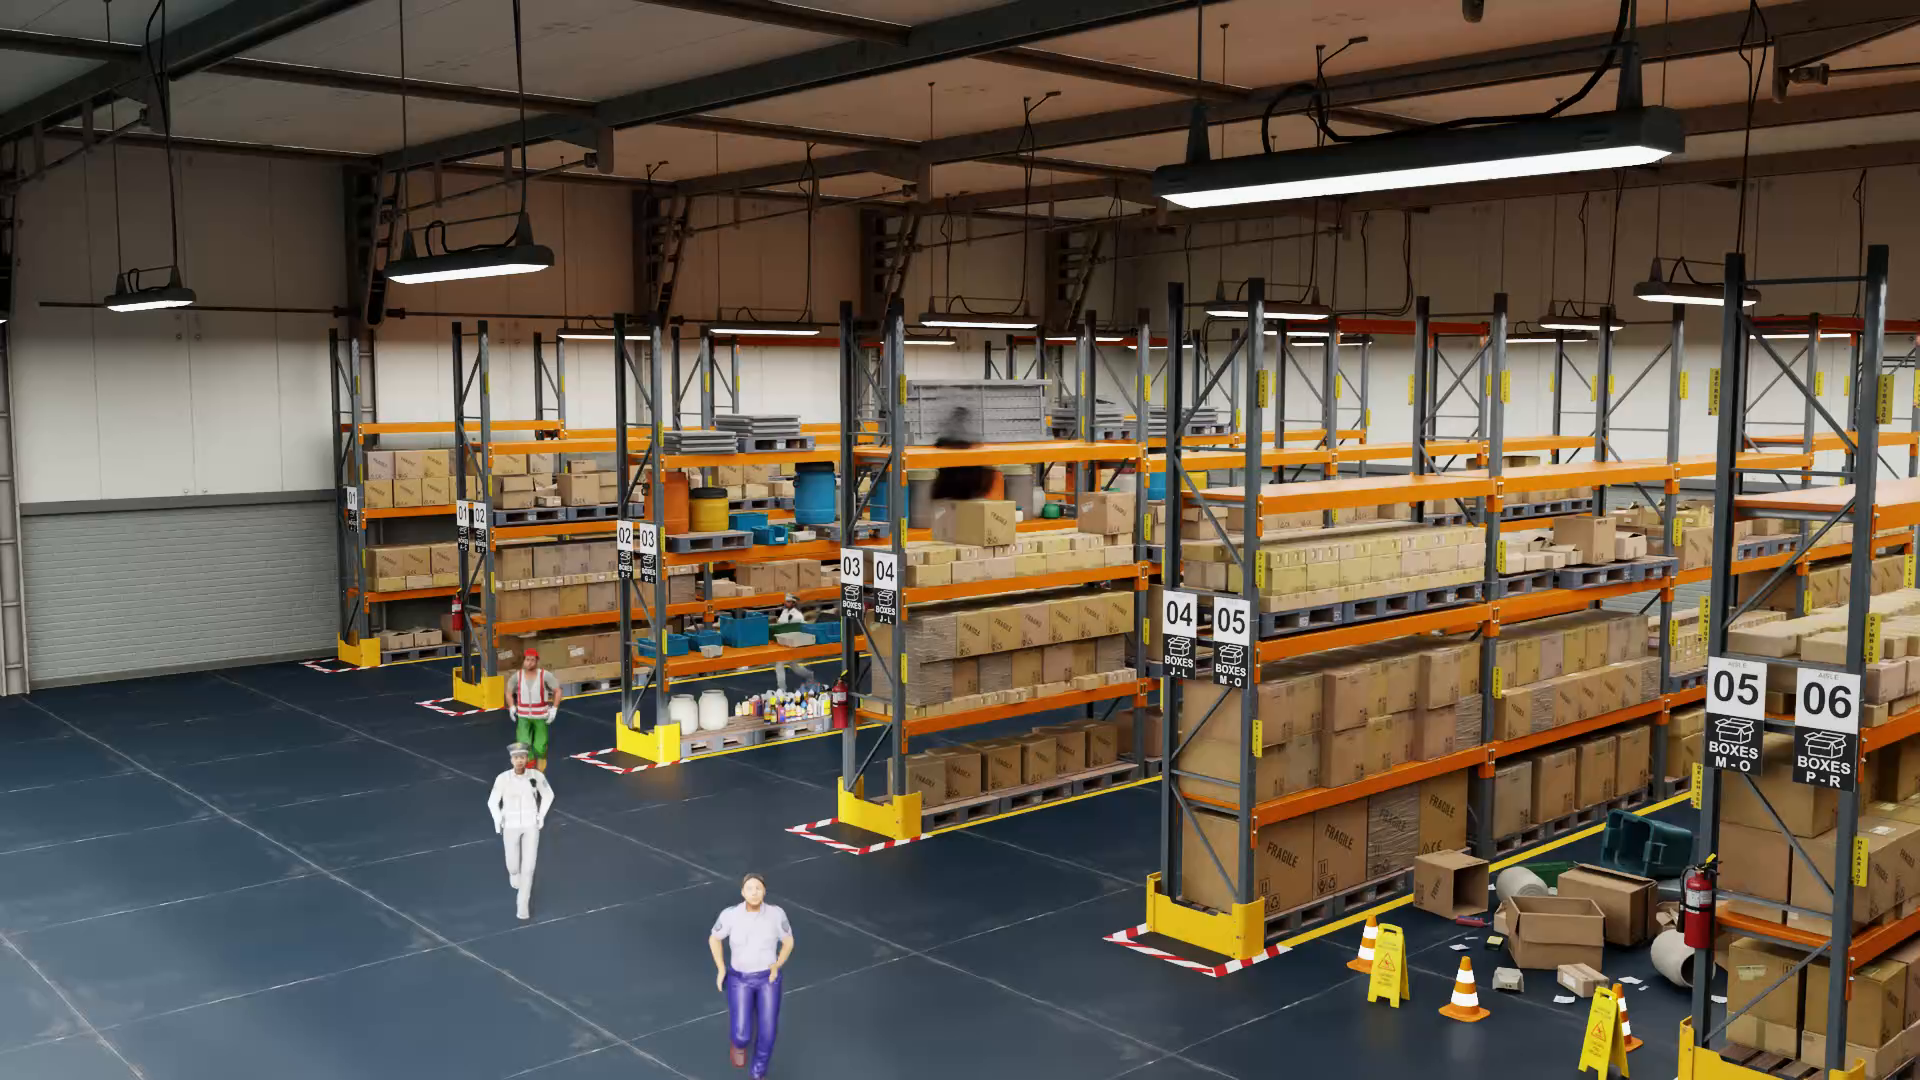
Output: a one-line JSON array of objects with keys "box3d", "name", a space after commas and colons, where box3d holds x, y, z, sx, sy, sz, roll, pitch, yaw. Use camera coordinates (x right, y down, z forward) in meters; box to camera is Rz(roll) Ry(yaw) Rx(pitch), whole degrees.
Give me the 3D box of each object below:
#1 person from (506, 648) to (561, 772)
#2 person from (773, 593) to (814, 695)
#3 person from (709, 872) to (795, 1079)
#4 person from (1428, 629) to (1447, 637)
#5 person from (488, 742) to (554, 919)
[{"box3d": [-5.398, 2.226, 21.056, 0.692, 1.750, 0.673, -1, 6, -7], "name": "person"}, {"box3d": [-2.737, 1.675, 26.881, 0.588, 1.668, 0.813, 4, 7, 38], "name": "person"}, {"box3d": [-1.489, 3.193, 12.001, 0.608, 1.602, 0.549, -1, 6, -13], "name": "person"}, {"box3d": [6.660, 2.037, 23.266, 0.617, 1.700, 0.882, 5, 8, 43], "name": "person"}, {"box3d": [-4.240, 2.761, 16.102, 0.623, 1.669, 0.680, -1, 6, -15], "name": "person"}]
